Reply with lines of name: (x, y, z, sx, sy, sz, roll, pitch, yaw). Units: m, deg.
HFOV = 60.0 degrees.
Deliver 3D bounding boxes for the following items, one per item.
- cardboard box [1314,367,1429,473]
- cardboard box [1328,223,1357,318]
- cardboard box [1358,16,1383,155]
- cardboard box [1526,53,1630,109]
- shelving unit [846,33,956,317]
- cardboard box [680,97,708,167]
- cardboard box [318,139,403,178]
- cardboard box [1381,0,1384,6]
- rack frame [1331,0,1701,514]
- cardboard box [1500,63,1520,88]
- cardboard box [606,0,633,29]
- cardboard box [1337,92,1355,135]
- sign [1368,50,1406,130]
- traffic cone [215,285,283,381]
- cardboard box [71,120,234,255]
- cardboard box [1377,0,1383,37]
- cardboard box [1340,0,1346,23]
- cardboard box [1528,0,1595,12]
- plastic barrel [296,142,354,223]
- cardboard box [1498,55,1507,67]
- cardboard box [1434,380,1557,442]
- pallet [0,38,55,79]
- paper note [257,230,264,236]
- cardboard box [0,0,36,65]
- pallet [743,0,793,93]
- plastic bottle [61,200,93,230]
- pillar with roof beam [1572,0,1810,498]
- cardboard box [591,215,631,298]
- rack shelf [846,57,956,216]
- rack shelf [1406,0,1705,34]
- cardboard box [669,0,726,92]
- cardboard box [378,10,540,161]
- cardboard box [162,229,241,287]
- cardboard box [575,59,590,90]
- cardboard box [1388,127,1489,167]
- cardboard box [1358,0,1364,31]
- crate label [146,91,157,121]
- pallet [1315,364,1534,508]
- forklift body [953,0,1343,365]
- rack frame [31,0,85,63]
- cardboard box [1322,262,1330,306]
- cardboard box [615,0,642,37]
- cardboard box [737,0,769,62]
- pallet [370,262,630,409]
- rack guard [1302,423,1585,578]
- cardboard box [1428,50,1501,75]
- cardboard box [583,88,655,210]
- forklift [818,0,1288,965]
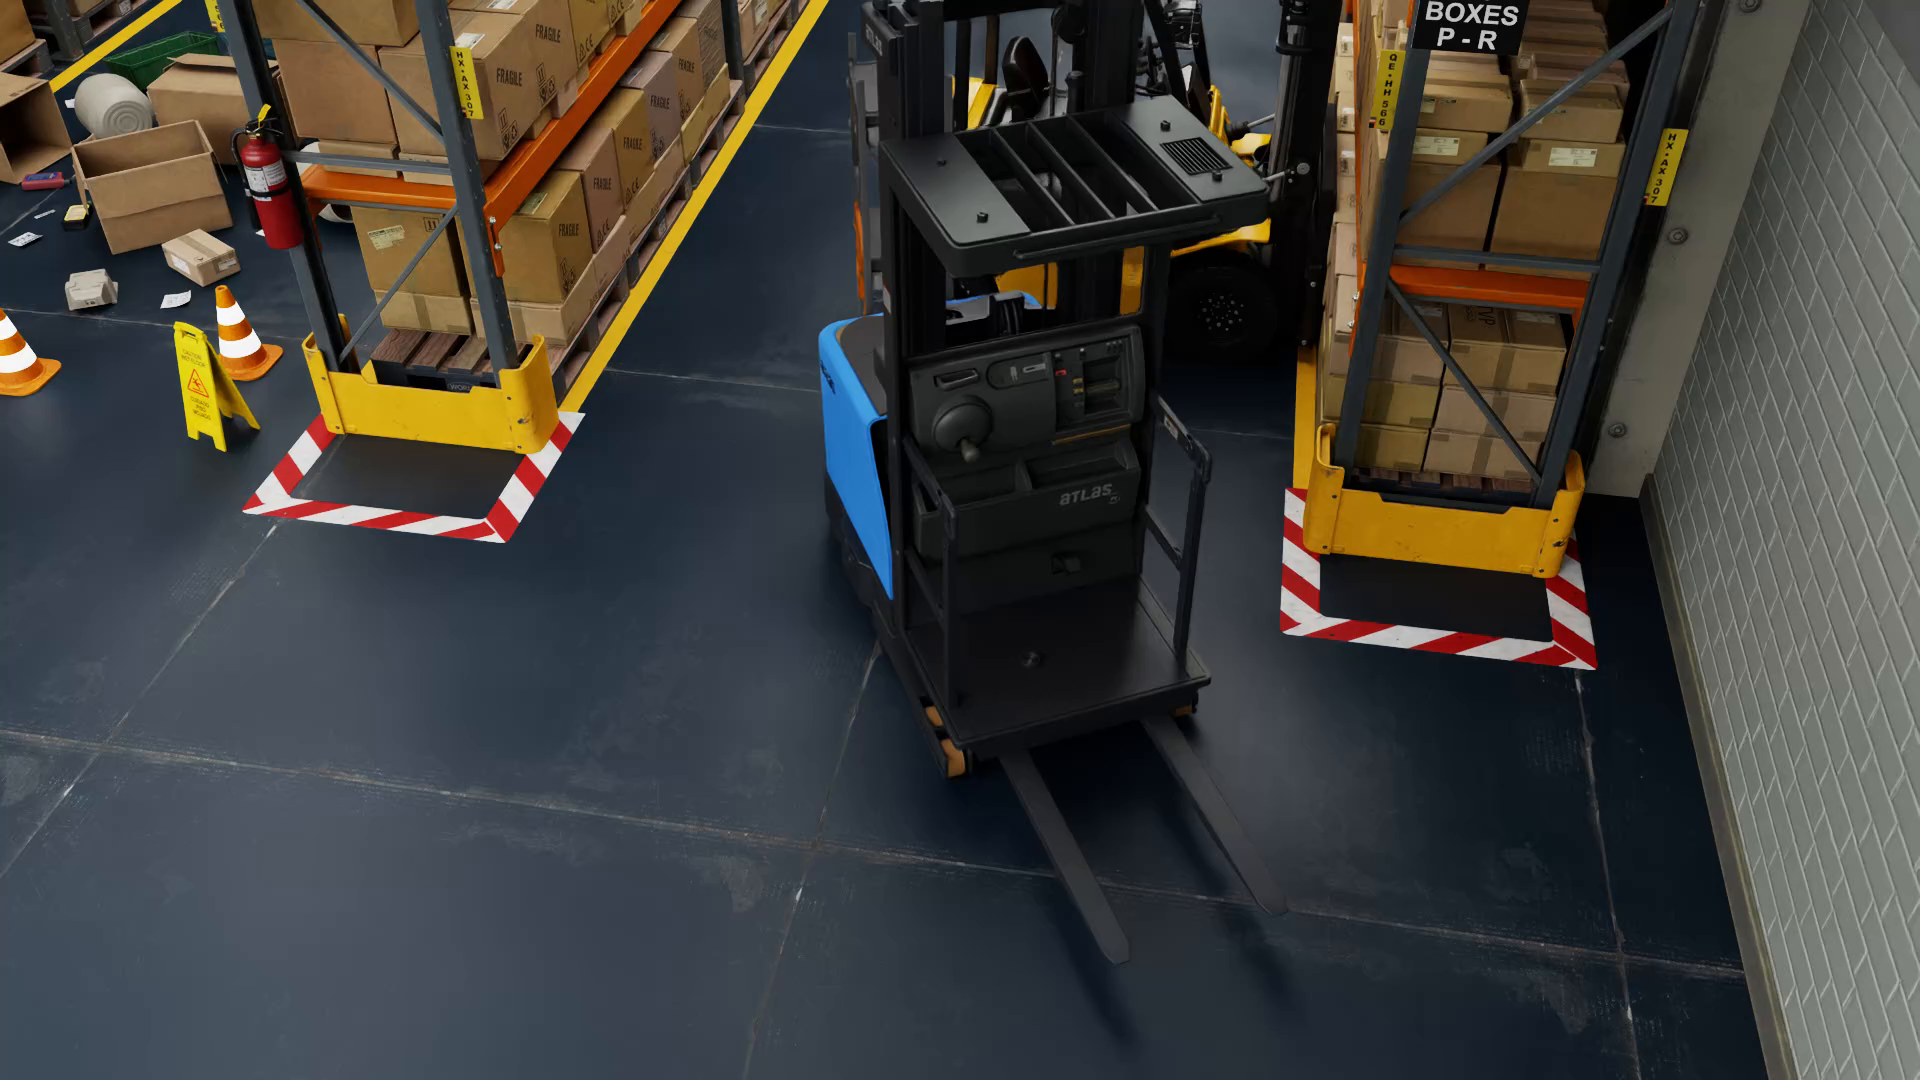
cardboard box: (1.984, -0.594, 8.039, 0.500, 0.250, 0.500, 7, 40, 8)
cardboard box: (2.069, -1.294, 8.101, 0.500, 0.250, 0.500, 7, 40, 8)
cardboard box: (2.227, -2.184, 8.056, 0.500, 0.500, 0.500, 6, 40, 7)
cardboard box: (2.590, -1.912, 6.984, 0.380, 0.149, 0.250, 8, 40, 9)
shelving unit: (-0.259, -1.246, 7.706, 0.431, 2.100, 0.503, -4, 40, -5)
cardboard box: (-1.904, -2.583, 10.445, 0.500, 0.250, 0.500, 5, 40, 6)
cardboard box: (-2.822, -1.868, 7.949, 0.380, 0.149, 0.250, 8, 40, 9)
cardboard box: (2.190, -2.625, 7.847, 0.380, 0.149, 0.250, 7, 40, 9)
rack frame: (2.214, -1.162, 6.898, 1.000, 3.000, 0.127, 6, 40, 8)
cardboard box: (2.558, -1.955, 7.270, 0.380, 0.149, 0.250, 6, 40, 7)
cardboard box: (-2.067, -3.092, 8.921, 0.500, 0.500, 0.500, 6, 40, 7)
cardboard box: (2.340, -2.257, 9.267, 0.500, 0.250, 0.500, 8, 40, 9)
sign: (1.681, -1.768, 6.536, 0.100, 0.325, 0.005, 6, 40, 8)
traffic cone: (-3.872, -1.141, 8.864, 0.336, 0.463, 0.334, 6, 40, 8)
cardboard box: (-4.865, -2.126, 10.023, 0.797, 0.503, 0.637, -20, 44, -23)
cardboard box: (2.195, -2.506, 7.937, 0.380, 0.149, 0.250, 7, 40, 8)
cardboard box: (3.127, -3.733, 11.543, 0.875, 0.625, 0.625, 6, 40, 7)
cardboard box: (2.671, -2.402, 7.577, 0.380, 0.149, 0.250, 8, 40, 9)
plastic barrel: (-3.810, -2.177, 10.148, 0.421, 0.421, 0.512, -28, 47, -30)
cardboard box: (2.724, -2.126, 7.986, 0.500, 0.500, 0.500, 6, 40, 7)
cardboard box: (2.499, -0.729, 7.810, 0.500, 0.250, 0.500, 7, 40, 8)
pallet: (-7.085, -3.156, 11.499, 1.003, 0.211, 1.213, 6, 40, 8)
paper note: (-4.178, -1.887, 10.115, 0.148, 0.019, 0.142, 20, 44, 23)
cardboard box: (-7.054, -3.655, 11.252, 0.875, 0.875, 0.875, 7, 40, 8)
pallet: (-1.850, -3.631, 12.073, 1.003, 0.211, 1.213, 6, 40, 8)
plastic bottle: (-5.418, -2.002, 10.221, 0.133, 0.061, 0.283, -6, 40, -8)
pillar with roof beam: (-1.018, -4.286, 5.969, 9.100, 9.000, 0.400, 6, 40, 8)
cardboard box: (-2.168, -1.604, 9.261, 0.500, 0.250, 0.500, 8, 40, 9)
rack shelf: (-0.259, -1.775, 7.269, 0.431, 0.518, 0.480, -4, 40, -5)
rack shelf: (2.560, -3.296, 7.689, 1.077, 0.370, 4.000, 6, 40, 8)
cardboard box: (-1.822, -3.207, 10.612, 0.500, 0.500, 0.500, 6, 40, 7)
cardboard box: (-2.321, -2.127, 7.753, 0.500, 0.500, 0.500, 6, 40, 7)
cardboard box: (-4.439, -1.653, 9.729, 0.380, 0.149, 0.250, 28, 47, 30)
cardboard box: (-2.157, -2.438, 8.639, 0.380, 0.149, 0.250, 7, 40, 9)
cardboard box: (1.998, -1.699, 6.960, 0.380, 0.149, 0.250, 7, 40, 8)
cardboard box: (2.498, -3.132, 9.203, 0.500, 0.500, 0.500, 7, 40, 8)
crate label: (-5.414, -3.000, 11.368, 0.298, 0.136, 0.250, -20, 44, -23)
pallet: (2.305, -0.572, 8.372, 1.003, 0.211, 1.213, 6, 40, 8)
forklift body: (0.745, -2.226, 8.851, 2.313, 2.155, 1.214, 6, 40, 8)
rack frame: (-6.877, -4.699, 11.177, 1.000, 3.000, 0.127, 6, 40, 8)
cardboard box: (2.156, -1.436, 8.666, 0.500, 0.250, 0.500, 6, 40, 7)
cardboard box: (-1.994, -2.924, 9.227, 0.380, 0.149, 0.250, 7, 40, 8)
cardboard box: (-1.895, -3.696, 11.695, 0.950, 0.372, 0.625, 7, 40, 8)
pallet: (-2.487, -1.186, 9.115, 1.003, 0.211, 1.213, 6, 40, 8)
rack guard: (2.209, -0.183, 7.676, 1.175, 0.500, 0.348, 6, 40, 8)
cardboard box: (2.080, -1.971, 7.056, 0.380, 0.149, 0.250, 6, 40, 8)
cardboard box: (-2.079, -2.231, 9.431, 0.500, 0.500, 0.500, 7, 40, 9)
forklift: (0.338, -0.474, 6.120, 1.130, 2.935, 3.031, -13, 41, -15)
